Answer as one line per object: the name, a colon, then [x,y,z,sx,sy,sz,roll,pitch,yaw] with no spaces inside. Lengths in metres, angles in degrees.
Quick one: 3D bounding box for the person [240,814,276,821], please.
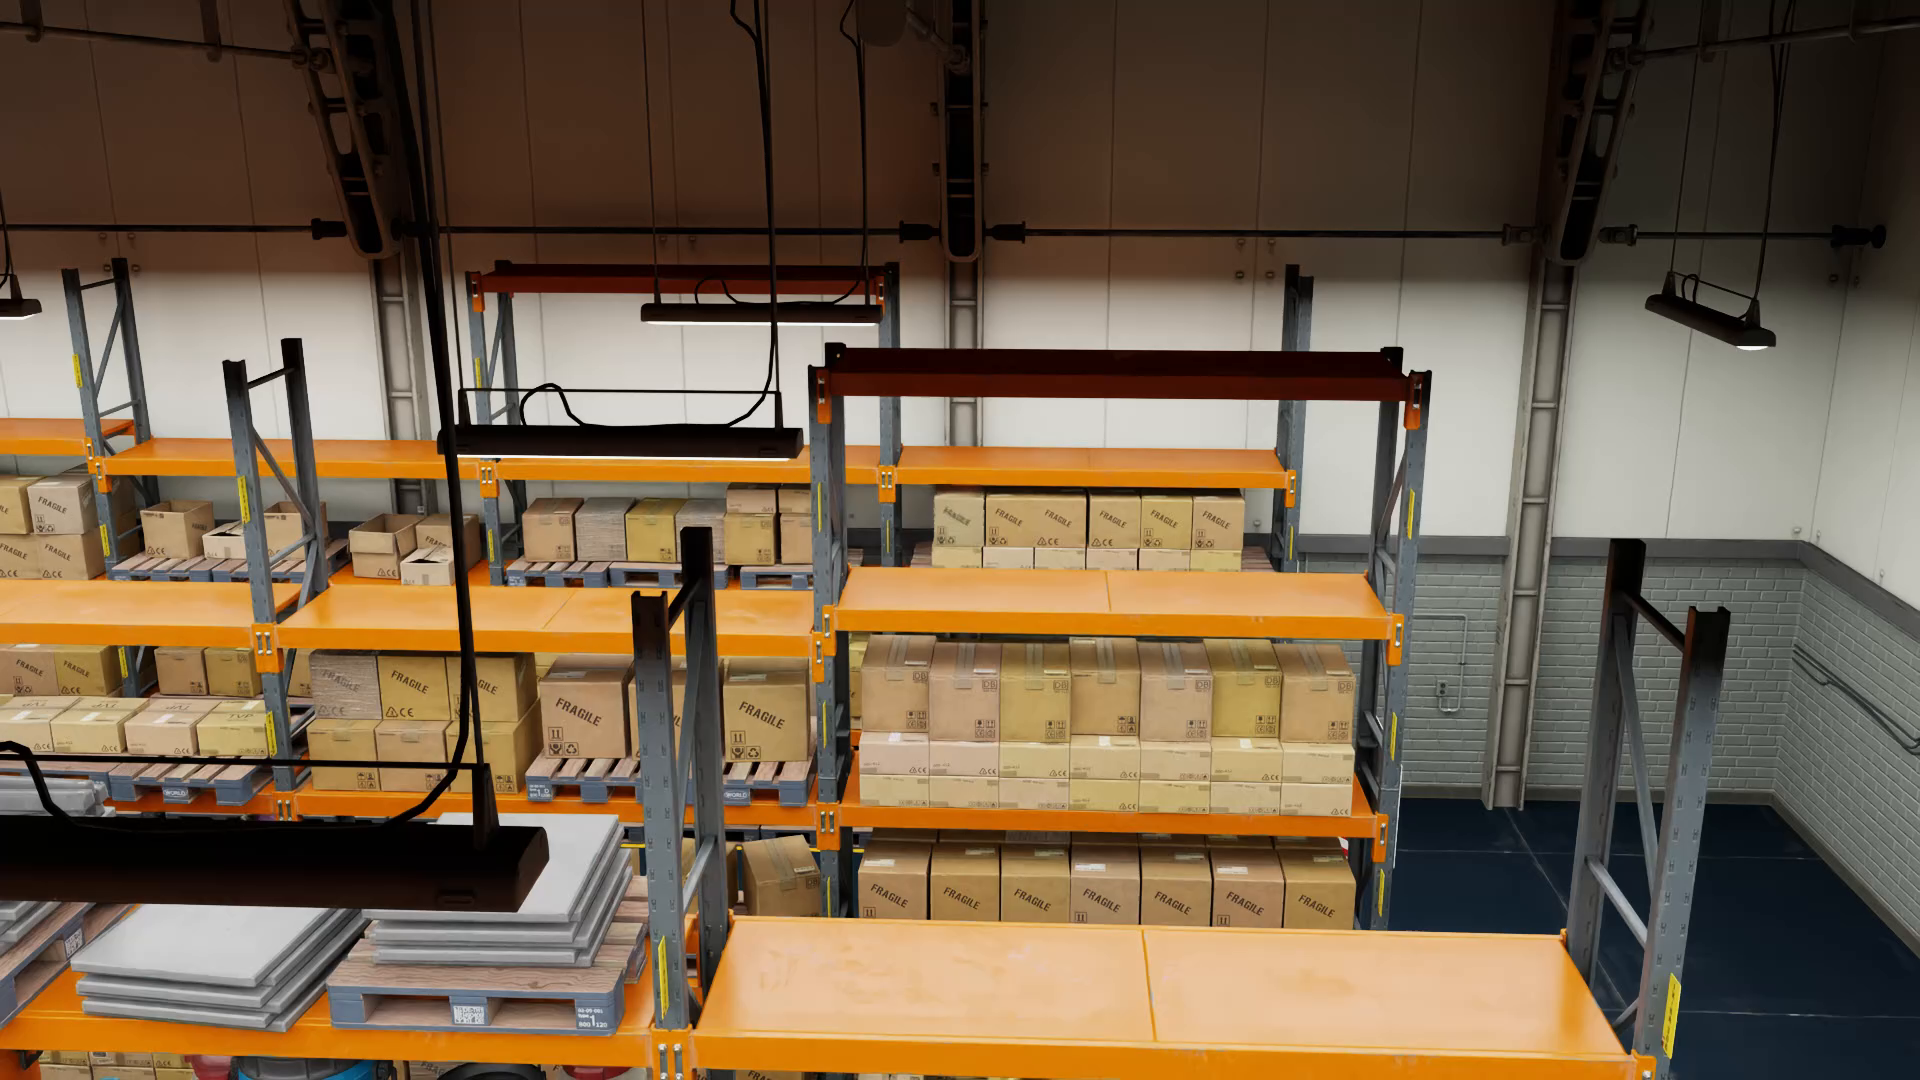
person: [-6.790,2.813,16.064,0.932,1.557,0.436,3,16,9]
